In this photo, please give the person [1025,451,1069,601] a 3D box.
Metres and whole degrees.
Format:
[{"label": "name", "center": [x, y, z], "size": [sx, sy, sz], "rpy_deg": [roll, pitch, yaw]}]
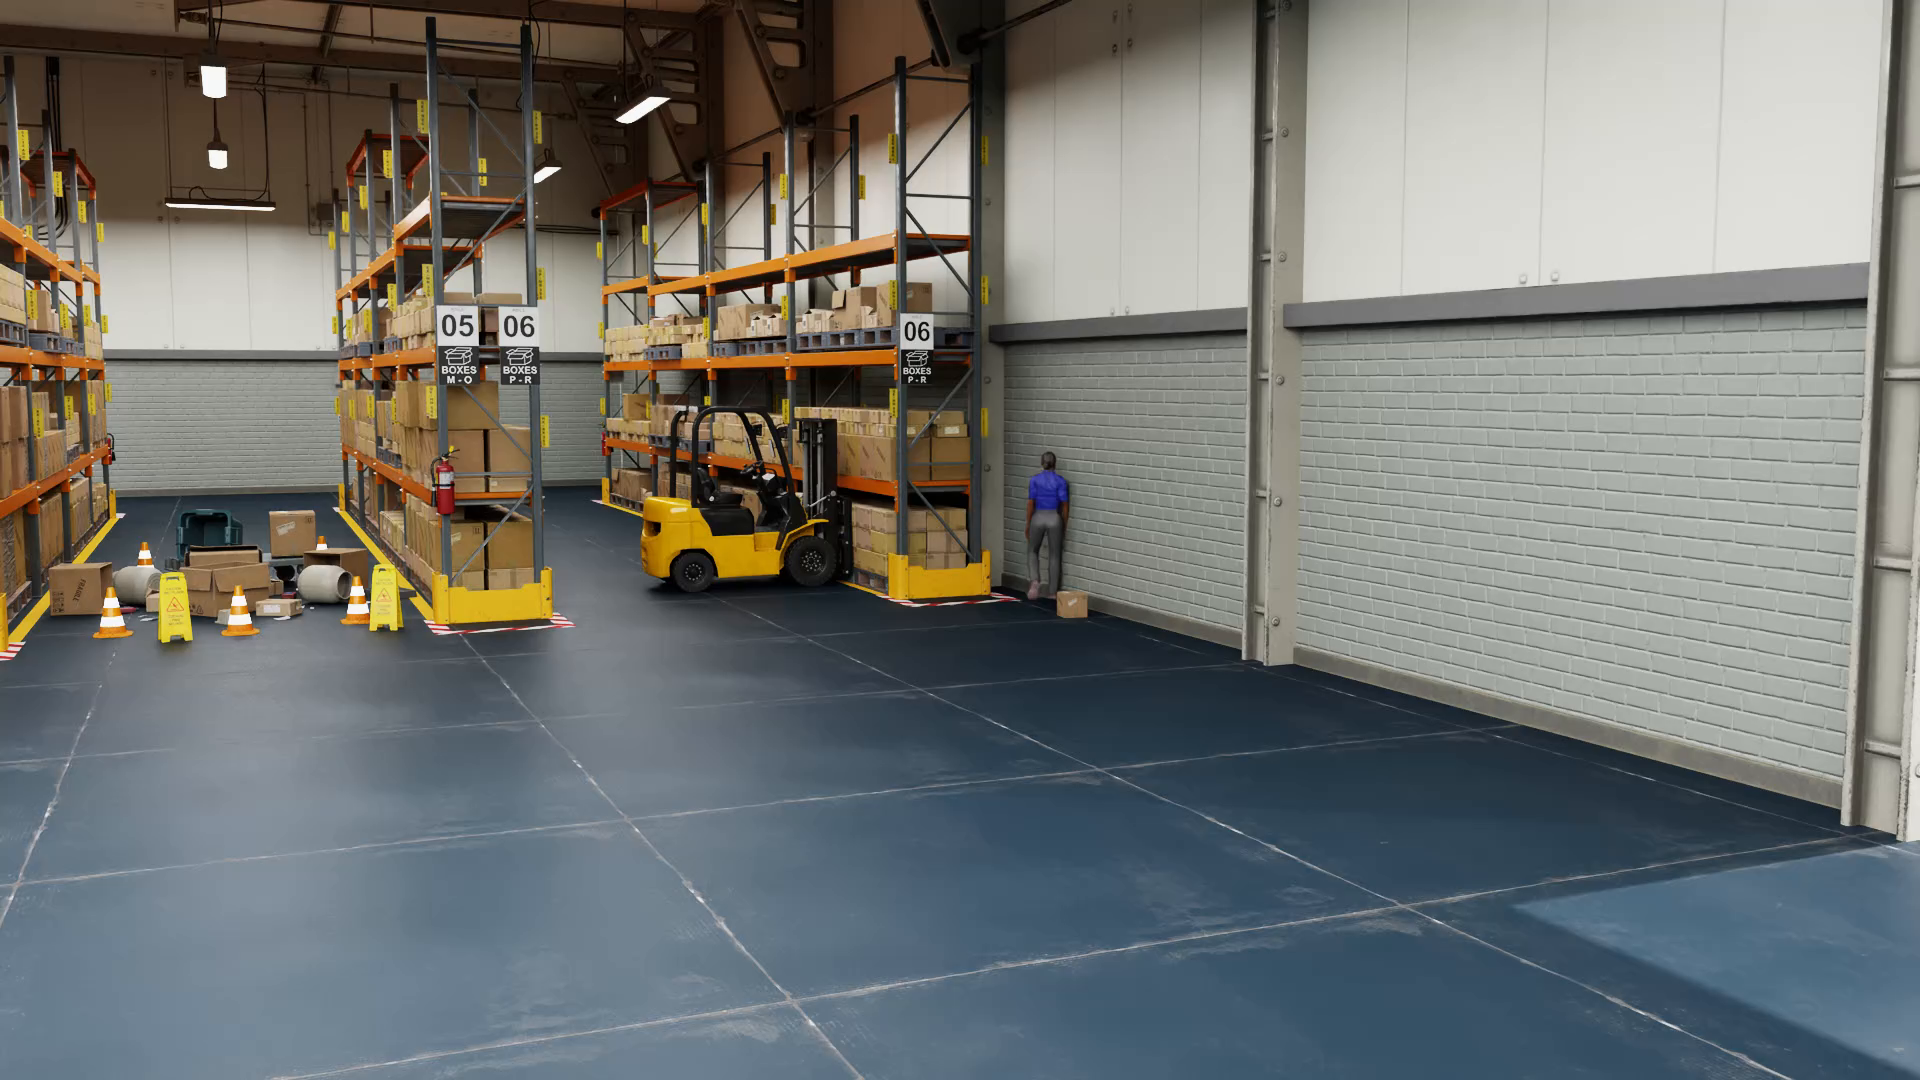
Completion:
[{"label": "person", "center": [0.980, -0.160, 18.488], "size": [0.494, 1.676, 0.504], "rpy_deg": [1, 6, 5]}]
